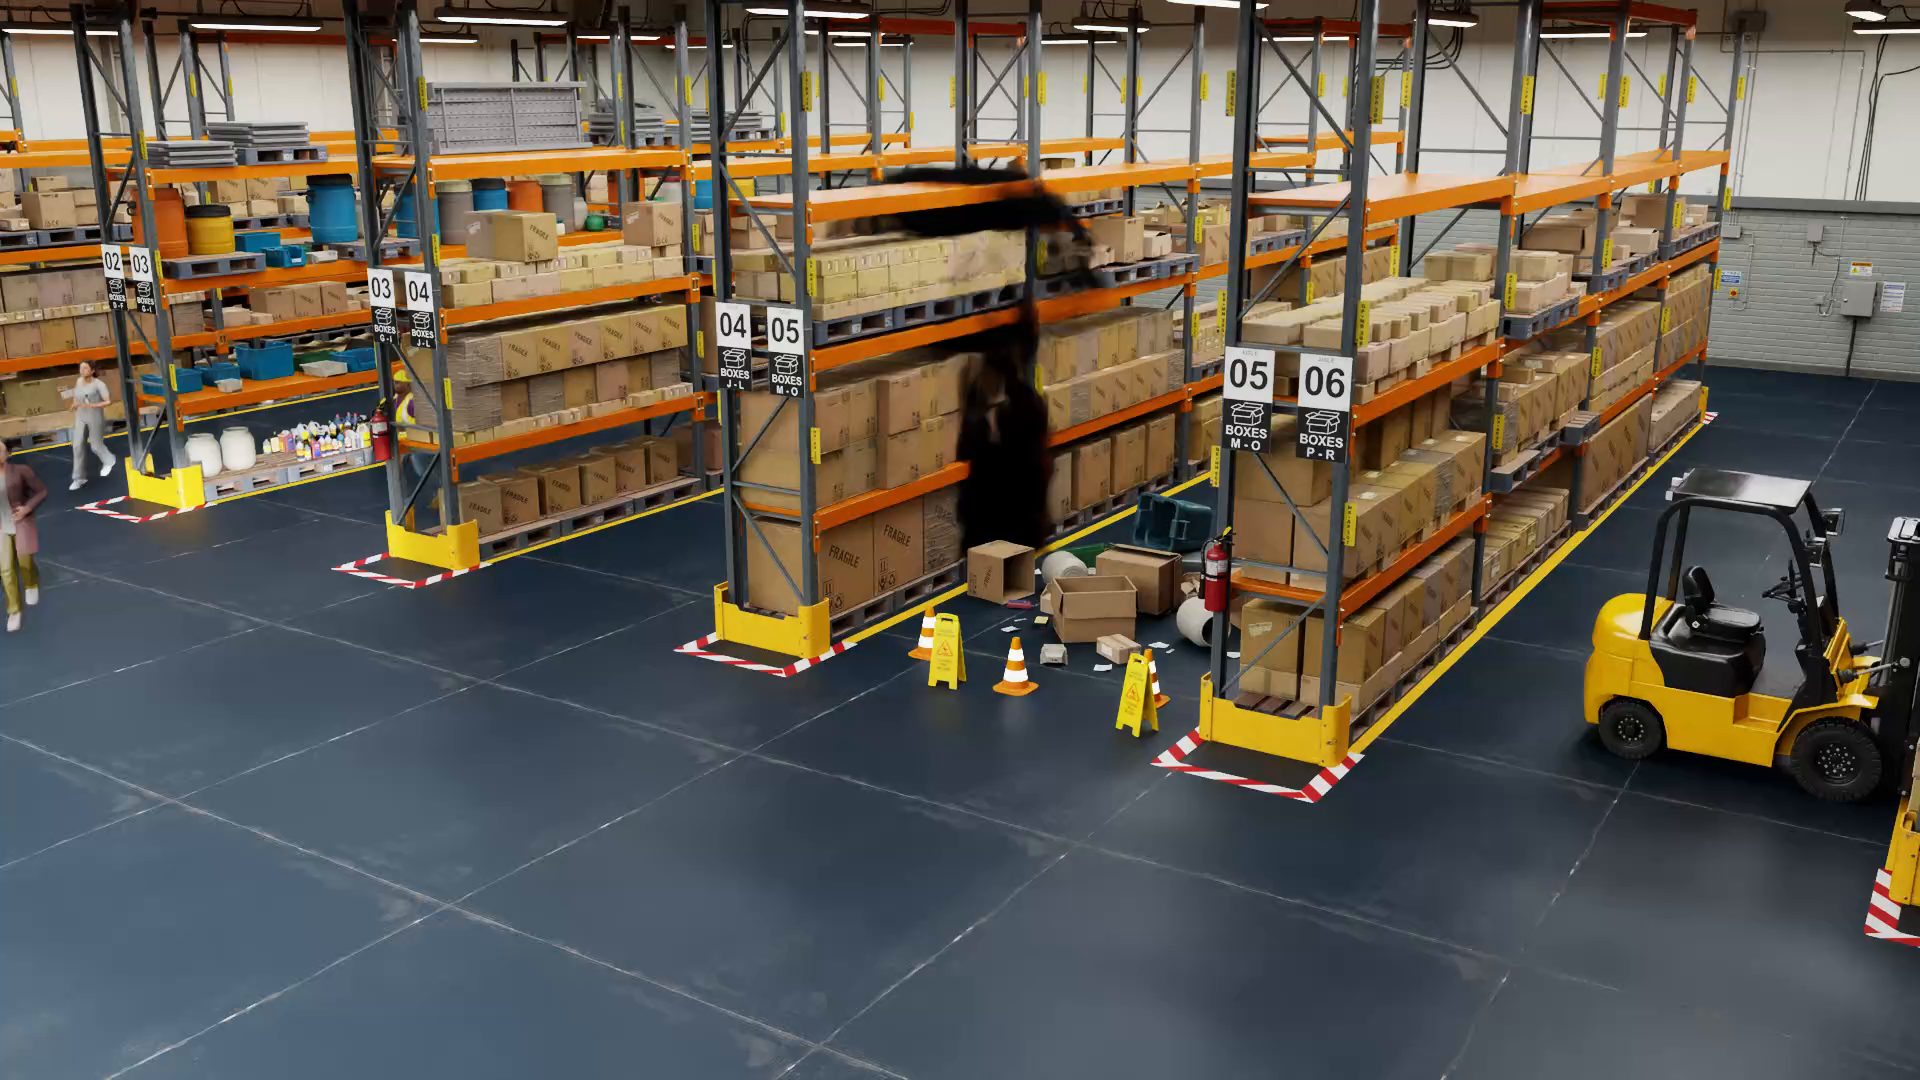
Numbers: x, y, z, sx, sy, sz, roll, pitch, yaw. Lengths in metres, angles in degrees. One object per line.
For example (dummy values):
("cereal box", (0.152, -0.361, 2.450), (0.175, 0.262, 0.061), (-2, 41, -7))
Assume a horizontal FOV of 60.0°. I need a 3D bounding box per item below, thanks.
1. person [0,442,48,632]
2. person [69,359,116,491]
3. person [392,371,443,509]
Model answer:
("person", (-9.241, -0.099, 16.237), (0.698, 1.803, 0.921), (-6, 17, -20))
("person", (-11.297, -1.542, 21.729), (0.593, 1.680, 0.896), (2, 16, 8))
("person", (-6.566, -1.149, 20.075), (0.686, 1.827, 0.781), (9, 18, 30))
